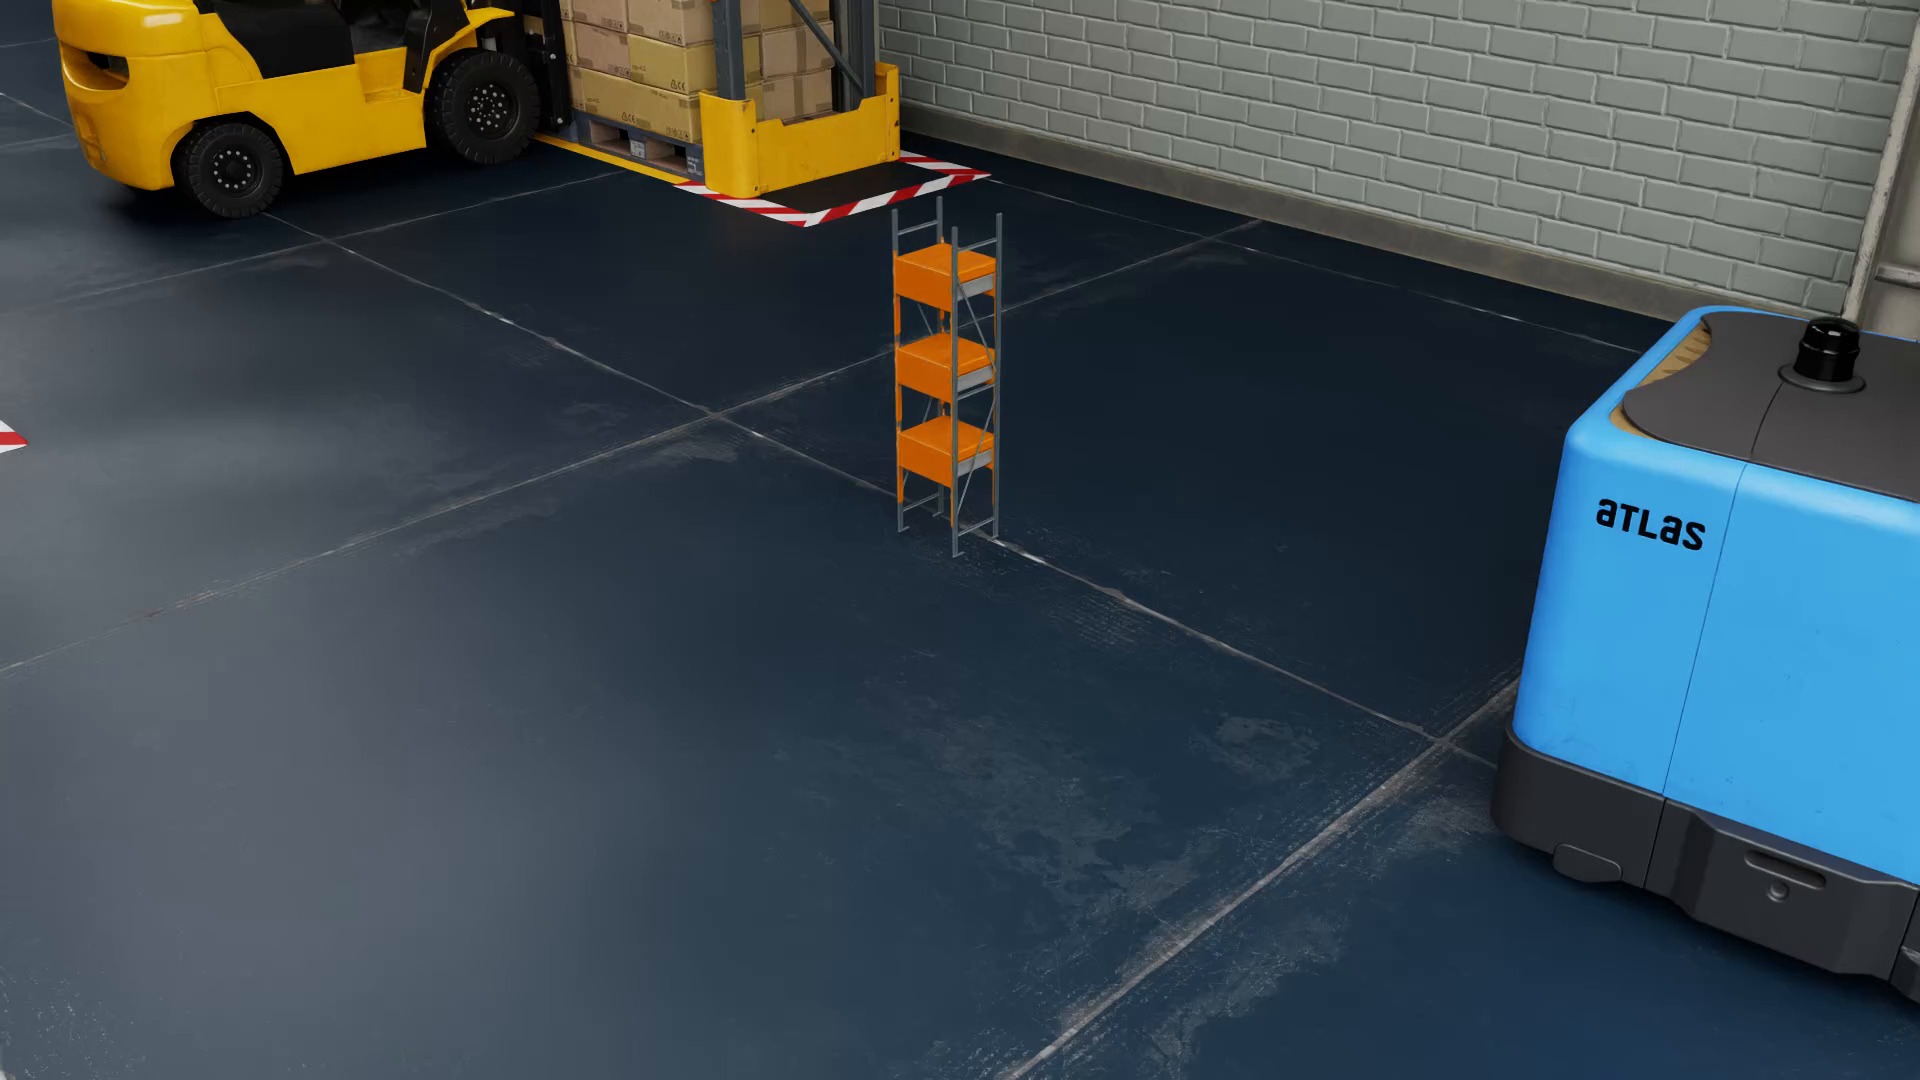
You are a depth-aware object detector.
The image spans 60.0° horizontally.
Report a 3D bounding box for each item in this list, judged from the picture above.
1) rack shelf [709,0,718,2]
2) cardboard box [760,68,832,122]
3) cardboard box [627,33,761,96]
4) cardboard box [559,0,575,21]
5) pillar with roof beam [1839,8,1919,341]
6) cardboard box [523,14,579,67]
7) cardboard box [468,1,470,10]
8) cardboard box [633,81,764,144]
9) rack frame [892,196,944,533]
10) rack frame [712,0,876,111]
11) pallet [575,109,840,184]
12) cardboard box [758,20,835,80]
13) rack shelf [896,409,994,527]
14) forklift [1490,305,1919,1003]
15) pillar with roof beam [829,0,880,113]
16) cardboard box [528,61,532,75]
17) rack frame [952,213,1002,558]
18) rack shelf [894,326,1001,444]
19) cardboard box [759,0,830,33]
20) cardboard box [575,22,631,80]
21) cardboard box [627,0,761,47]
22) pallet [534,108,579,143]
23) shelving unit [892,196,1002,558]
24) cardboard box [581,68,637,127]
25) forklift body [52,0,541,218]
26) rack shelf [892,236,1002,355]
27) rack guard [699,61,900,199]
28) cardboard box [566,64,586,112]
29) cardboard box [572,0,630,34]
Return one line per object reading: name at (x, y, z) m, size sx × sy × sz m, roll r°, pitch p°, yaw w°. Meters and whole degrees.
rack shelf at (-2.284, -3.676, 9.791) m, size 4.000 × 0.370 × 1.077 m, roll 25°, pitch 36°, yaw 38°
cardboard box at (-1.071, -2.536, 9.352) m, size 0.500 × 0.250 × 0.500 m, roll 25°, pitch 37°, yaw 39°
cardboard box at (-1.424, -2.587, 8.913) m, size 0.500 × 0.250 × 0.500 m, roll 24°, pitch 36°, yaw 38°
cardboard box at (-2.140, -3.126, 9.400) m, size 0.500 × 0.250 × 0.500 m, roll -25°, pitch 37°, yaw -39°
pillar with roof beam at (0.538, -3.137, 1.546) m, size 0.400 × 9.000 × 9.100 m, roll 25°, pitch 36°, yaw 38°
cardboard box at (-2.157, -2.916, 9.538) m, size 0.500 × 0.250 × 0.500 m, roll 24°, pitch 36°, yaw 37°
cardboard box at (-2.871, -3.245, 10.164) m, size 0.500 × 0.250 × 0.500 m, roll 24°, pitch 36°, yaw 38°
cardboard box at (-1.414, -2.359, 9.016) m, size 0.500 × 0.250 × 0.500 m, roll 25°, pitch 37°, yaw 39°
rack frame at (-0.125, -0.522, 5.115) m, size 0.008 × 1.050 × 0.200 m, roll 25°, pitch 36°, yaw 38°
rack frame at (-0.858, -3.342, 8.382) m, size 0.127 × 3.000 × 1.000 m, roll 25°, pitch 36°, yaw 38°
pallet at (-1.432, -2.343, 9.479) m, size 1.213 × 0.211 × 1.003 m, roll 25°, pitch 36°, yaw 38°
cardboard box at (-1.047, -2.754, 9.231) m, size 0.500 × 0.250 × 0.500 m, roll -25°, pitch 36°, yaw -38°
rack shelf at (-0.038, -0.227, 5.173) m, size 0.240 × 0.259 × 0.215 m, roll 25°, pitch 36°, yaw 38°
forklift at (2.720, -0.350, 2.767) m, size 3.031 × 2.935 × 1.130 m, roll 19°, pitch 33°, yaw 32°
pillar with roof beam at (-3.740, -5.095, 5.270) m, size 0.400 × 9.000 × 9.100 m, roll 25°, pitch 36°, yaw 38°
cardboard box at (-2.499, -2.853, 9.955) m, size 0.500 × 0.250 × 0.500 m, roll -24°, pitch 36°, yaw -38°
rack frame at (0.049, -0.442, 4.963) m, size 0.008 × 1.050 × 0.200 m, roll 25°, pitch 36°, yaw 38°
rack shelf at (-0.038, -0.473, 5.044) m, size 0.240 × 0.259 × 0.215 m, roll 25°, pitch 36°, yaw 38°
cardboard box at (-1.068, -2.973, 9.109) m, size 0.500 × 0.250 × 0.500 m, roll 24°, pitch 36°, yaw 38°
cardboard box at (-1.774, -2.754, 9.231) m, size 0.500 × 0.250 × 0.500 m, roll 24°, pitch 36°, yaw 38°
cardboard box at (-1.405, -2.800, 8.780) m, size 0.500 × 0.250 × 0.500 m, roll -24°, pitch 36°, yaw -38°
pallet at (-2.298, -2.741, 10.236) m, size 1.213 × 0.211 × 1.003 m, roll 25°, pitch 36°, yaw 38°
shelving unit at (-0.038, -0.482, 5.039) m, size 0.252 × 1.050 × 0.215 m, roll 25°, pitch 36°, yaw 38°
cardboard box at (-1.762, -2.524, 9.331) m, size 0.500 × 0.250 × 0.500 m, roll 25°, pitch 36°, yaw 38°
forklift body at (-3.489, -2.979, 8.605) m, size 1.214 × 2.155 × 2.313 m, roll 25°, pitch 36°, yaw 38°
rack shelf at (-0.038, -0.724, 4.912) m, size 0.240 × 0.259 × 0.215 m, roll 25°, pitch 36°, yaw 38°
rack guard at (-0.840, -2.227, 8.949) m, size 0.348 × 0.500 × 1.175 m, roll 25°, pitch 36°, yaw 38°
cardboard box at (-2.113, -2.691, 9.647) m, size 0.500 × 0.250 × 0.500 m, roll -25°, pitch 37°, yaw -39°
cardboard box at (-1.773, -2.964, 9.094) m, size 0.500 × 0.250 × 0.500 m, roll -25°, pitch 36°, yaw -38°
